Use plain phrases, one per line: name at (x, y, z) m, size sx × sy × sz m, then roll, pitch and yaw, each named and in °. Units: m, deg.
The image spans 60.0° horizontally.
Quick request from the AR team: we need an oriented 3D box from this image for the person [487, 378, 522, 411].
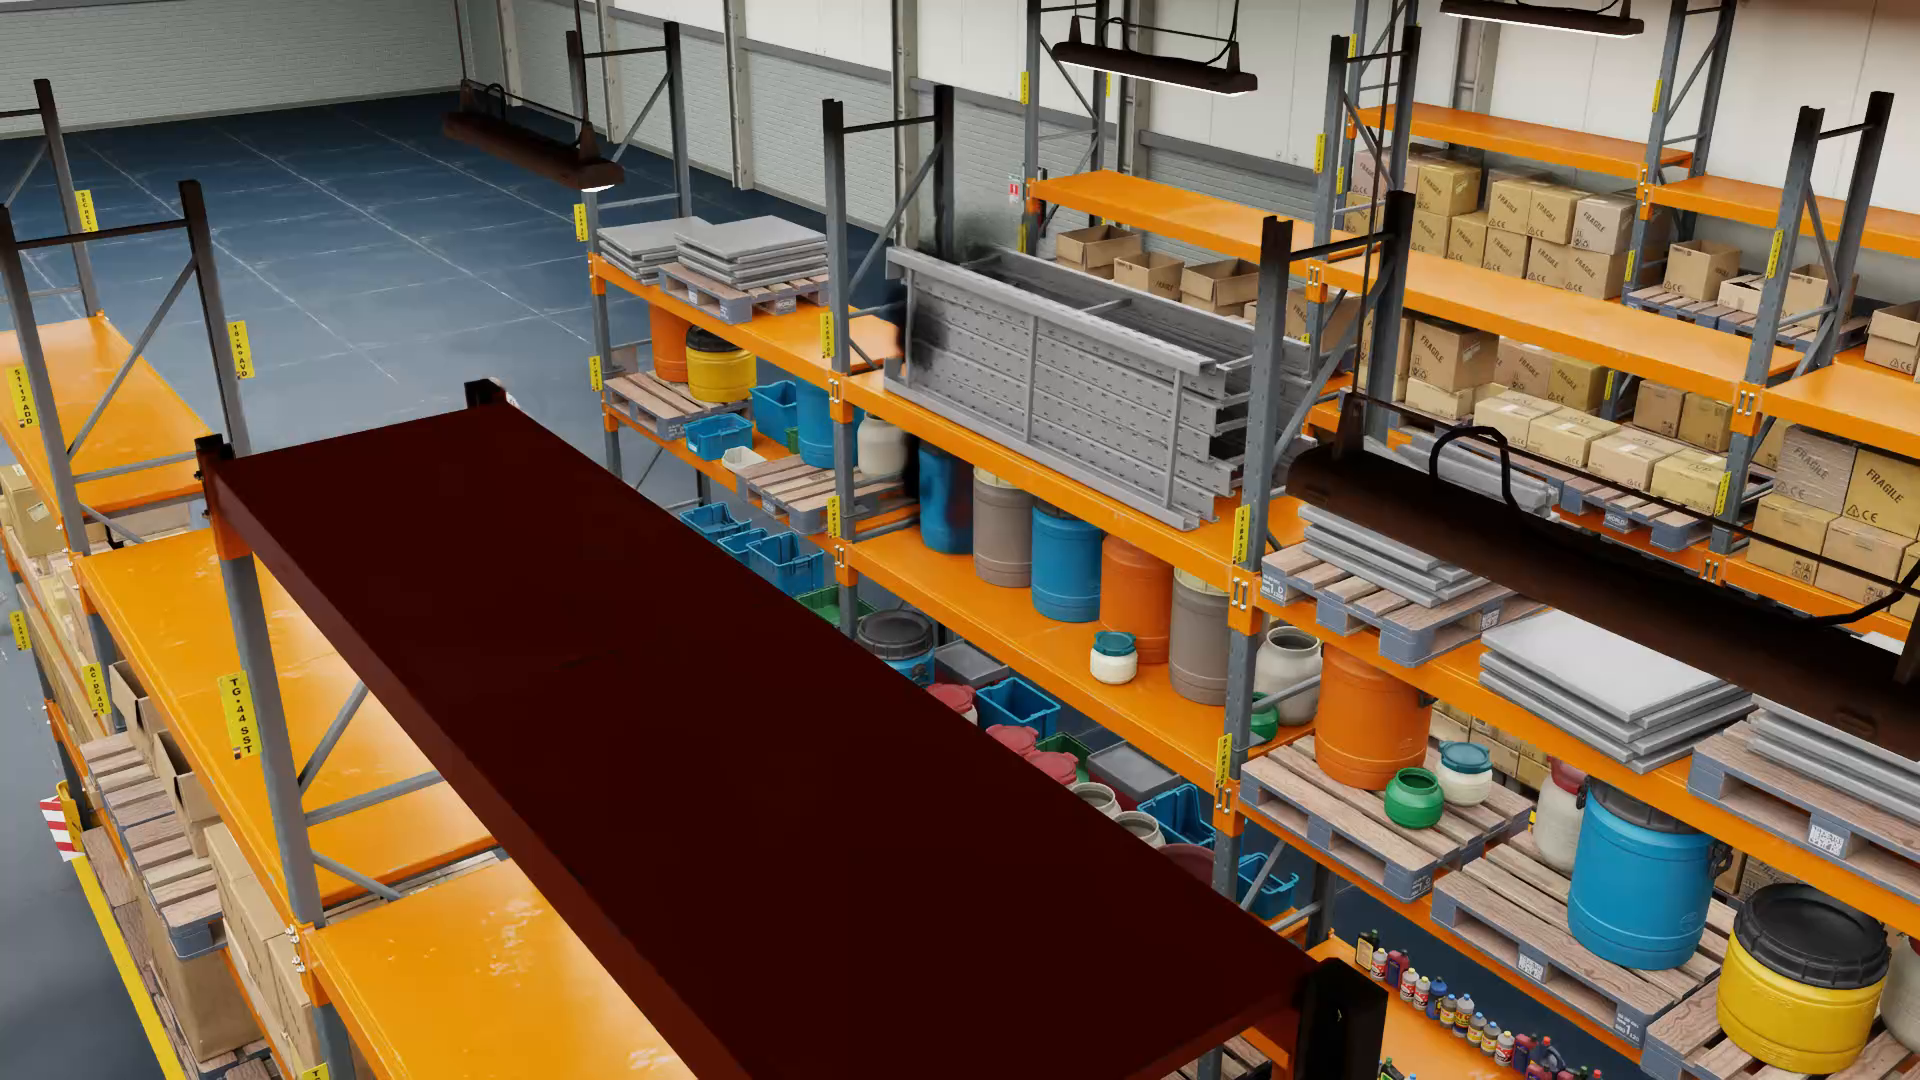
person at (-5.184, -1.066, 19.091) m, size 0.754 × 1.677 × 0.722 m, roll -3°, pitch 25°, yaw -6°
